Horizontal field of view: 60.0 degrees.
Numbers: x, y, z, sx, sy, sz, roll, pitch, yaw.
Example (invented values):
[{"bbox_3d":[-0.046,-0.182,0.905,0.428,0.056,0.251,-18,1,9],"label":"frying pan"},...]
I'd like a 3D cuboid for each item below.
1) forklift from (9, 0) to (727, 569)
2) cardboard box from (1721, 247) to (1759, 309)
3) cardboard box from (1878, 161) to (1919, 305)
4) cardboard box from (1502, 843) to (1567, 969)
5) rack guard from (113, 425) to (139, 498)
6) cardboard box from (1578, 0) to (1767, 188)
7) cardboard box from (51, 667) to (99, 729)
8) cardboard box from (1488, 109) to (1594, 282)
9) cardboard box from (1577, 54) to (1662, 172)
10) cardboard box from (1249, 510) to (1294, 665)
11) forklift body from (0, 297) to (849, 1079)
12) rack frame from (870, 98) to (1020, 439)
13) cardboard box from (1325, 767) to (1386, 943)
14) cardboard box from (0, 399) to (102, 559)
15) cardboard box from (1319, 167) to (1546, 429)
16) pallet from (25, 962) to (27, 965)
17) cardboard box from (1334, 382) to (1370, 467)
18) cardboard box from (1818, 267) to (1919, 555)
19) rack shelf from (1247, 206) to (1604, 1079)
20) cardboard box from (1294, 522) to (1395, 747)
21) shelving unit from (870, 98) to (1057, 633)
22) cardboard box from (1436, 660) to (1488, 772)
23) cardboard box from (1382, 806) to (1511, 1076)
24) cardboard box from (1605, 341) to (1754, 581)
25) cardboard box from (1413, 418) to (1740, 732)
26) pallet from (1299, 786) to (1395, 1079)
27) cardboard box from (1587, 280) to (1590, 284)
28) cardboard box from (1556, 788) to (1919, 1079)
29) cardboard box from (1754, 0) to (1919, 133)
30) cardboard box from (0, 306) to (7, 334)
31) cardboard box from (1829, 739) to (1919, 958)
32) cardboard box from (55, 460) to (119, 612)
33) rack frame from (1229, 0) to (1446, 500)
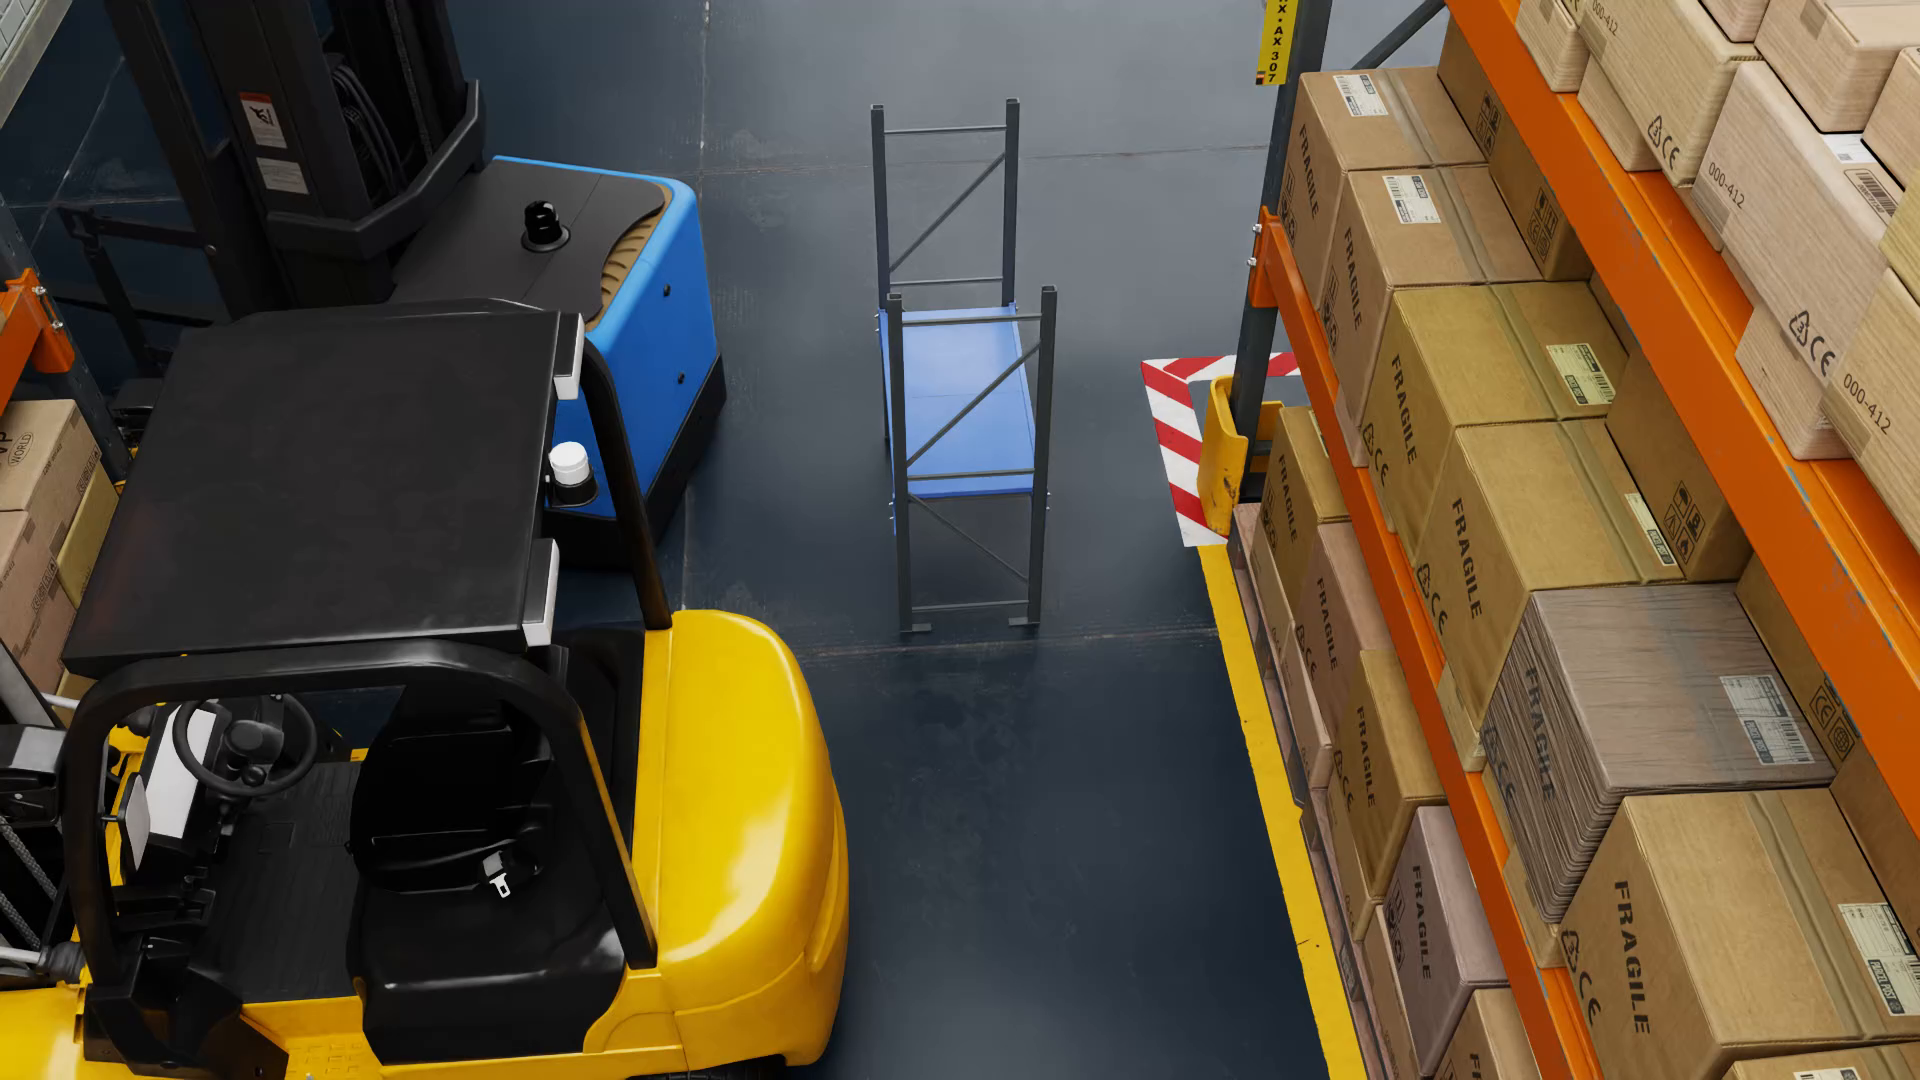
[{"bbox_3d":[-2.510,-1.464,5.618,3.031,2.935,1.130,9,47,9],"label":"forklift"},{"bbox_3d":[1.499,-0.458,2.725,0.380,0.149,0.250,-3,47,-2],"label":"cardboard box"},{"bbox_3d":[1.412,-0.357,2.080,0.380,0.149,0.250,-2,47,-2],"label":"cardboard box"},{"bbox_3d":[1.420,0.773,3.625,0.380,0.149,0.250,-4,47,-4],"label":"cardboard box"},{"bbox_3d":[-3.444,-0.112,6.012,1.175,0.500,0.348,-3,47,-3],"label":"rack guard"},{"bbox_3d":[1.404,-0.852,2.823,0.500,0.250,0.500,-3,47,-2],"label":"cardboard box"},{"bbox_3d":[-3.055,0.528,5.289,0.500,0.250,0.500,-3,47,-3],"label":"cardboard box"},{"bbox_3d":[1.799,-1.016,4.184,0.700,0.500,0.500,-3,47,-3],"label":"cardboard box"},{"bbox_3d":[1.383,-0.821,3.069,0.380,0.149,0.250,-5,47,-4],"label":"cardboard box"},{"bbox_3d":[1.296,0.143,5.653,0.500,0.250,0.500,-4,47,-4],"label":"cardboard box"},{"bbox_3d":[-1.465,0.599,4.202,2.313,2.155,1.214,-3,47,-3],"label":"forklift body"},{"bbox_3d":[-0.050,-0.945,6.112,0.500,1.500,0.032,-3,47,-3],"label":"rack frame"},{"bbox_3d":[1.390,0.907,4.930,0.500,0.250,0.500,-1,47,-1],"label":"cardboard box"},{"bbox_3d":[-3.092,-0.183,5.273,0.500,0.250,0.500,-2,47,-2],"label":"cardboard box"},{"bbox_3d":[1.314,-0.661,4.536,0.500,0.500,0.500,-2,47,-2],"label":"cardboard box"},{"bbox_3d":[-3.237,1.436,4.745,1.003,0.211,1.213,-3,47,-3],"label":"pallet"},{"bbox_3d":[1.278,-0.349,4.687,0.380,0.149,0.250,-3,47,-3],"label":"cardboard box"},{"bbox_3d":[1.490,-0.115,2.126,0.500,0.250,0.500,-4,47,-4],"label":"cardboard box"},{"bbox_3d":[1.672,0.436,4.267,1.077,0.370,4.000,-3,47,-3],"label":"rack shelf"},{"bbox_3d":[1.347,0.280,5.007,0.500,0.500,0.500,-5,47,-5],"label":"cardboard box"},{"bbox_3d":[-0.007,-0.577,5.764,0.538,1.500,1.048,-3,47,-3],"label":"shelving unit"},{"bbox_3d":[1.371,0.402,3.976,0.380,0.149,0.250,-3,47,-3],"label":"cardboard box"},{"bbox_3d":[1.434,1.030,4.297,0.500,0.500,0.500,-1,47,-1],"label":"cardboard box"},{"bbox_3d":[1.848,-0.284,3.491,0.700,0.500,0.500,-4,47,-4],"label":"cardboard box"},{"bbox_3d":[1.408,0.075,3.839,0.500,0.500,0.500,-4,47,-4],"label":"cardboard box"},{"bbox_3d":[1.642,1.226,4.944,1.003,0.211,1.213,-3,47,-3],"label":"pallet"},{"bbox_3d":[1.861,-0.657,4.532,0.500,0.500,0.500,-3,47,-3],"label":"cardboard box"},{"bbox_3d":[1.504,0.820,3.133,0.500,0.500,0.500,-2,47,-2],"label":"cardboard box"},{"bbox_3d":[1.419,-0.735,2.438,0.380,0.149,0.250,-3,47,-3],"label":"cardboard box"},{"bbox_3d":[-3.139,-0.649,4.729,0.500,0.500,0.500,-4,47,-4],"label":"cardboard box"},{"bbox_3d":[1.997,0.453,2.793,0.700,0.500,0.500,-3,47,-3],"label":"cardboard box"},{"bbox_3d":[-3.090,0.008,5.437,0.500,0.250,0.500,-4,47,-4],"label":"cardboard box"},{"bbox_3d":[1.504,-1.259,5.376,1.000,3.000,0.127,-3,47,-3],"label":"rack frame"}]
